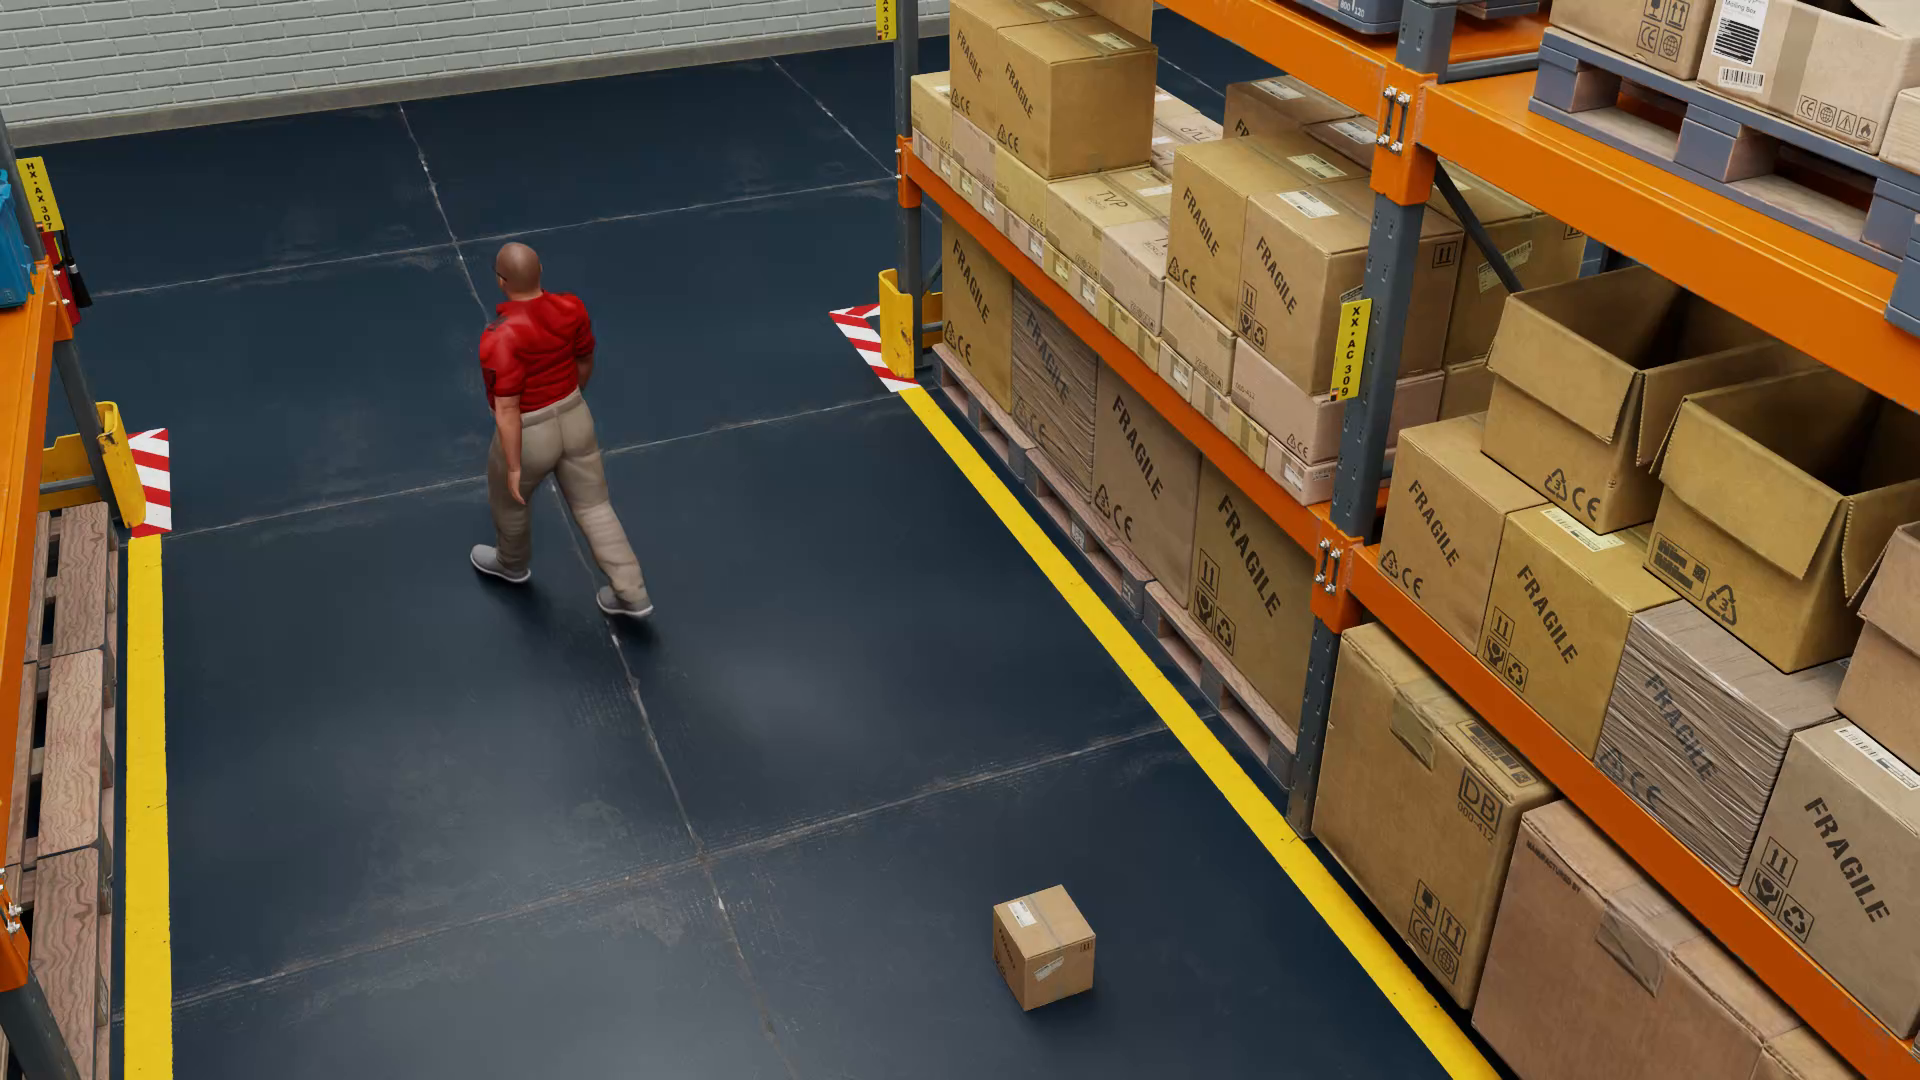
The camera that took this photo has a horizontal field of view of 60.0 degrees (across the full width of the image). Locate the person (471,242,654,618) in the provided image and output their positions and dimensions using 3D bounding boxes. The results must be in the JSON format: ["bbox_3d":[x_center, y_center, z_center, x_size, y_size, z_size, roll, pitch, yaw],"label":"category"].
[{"bbox_3d":[-1.730,-0.470,6.873,1.035,1.673,0.561,28,42,35],"label":"person"}]
